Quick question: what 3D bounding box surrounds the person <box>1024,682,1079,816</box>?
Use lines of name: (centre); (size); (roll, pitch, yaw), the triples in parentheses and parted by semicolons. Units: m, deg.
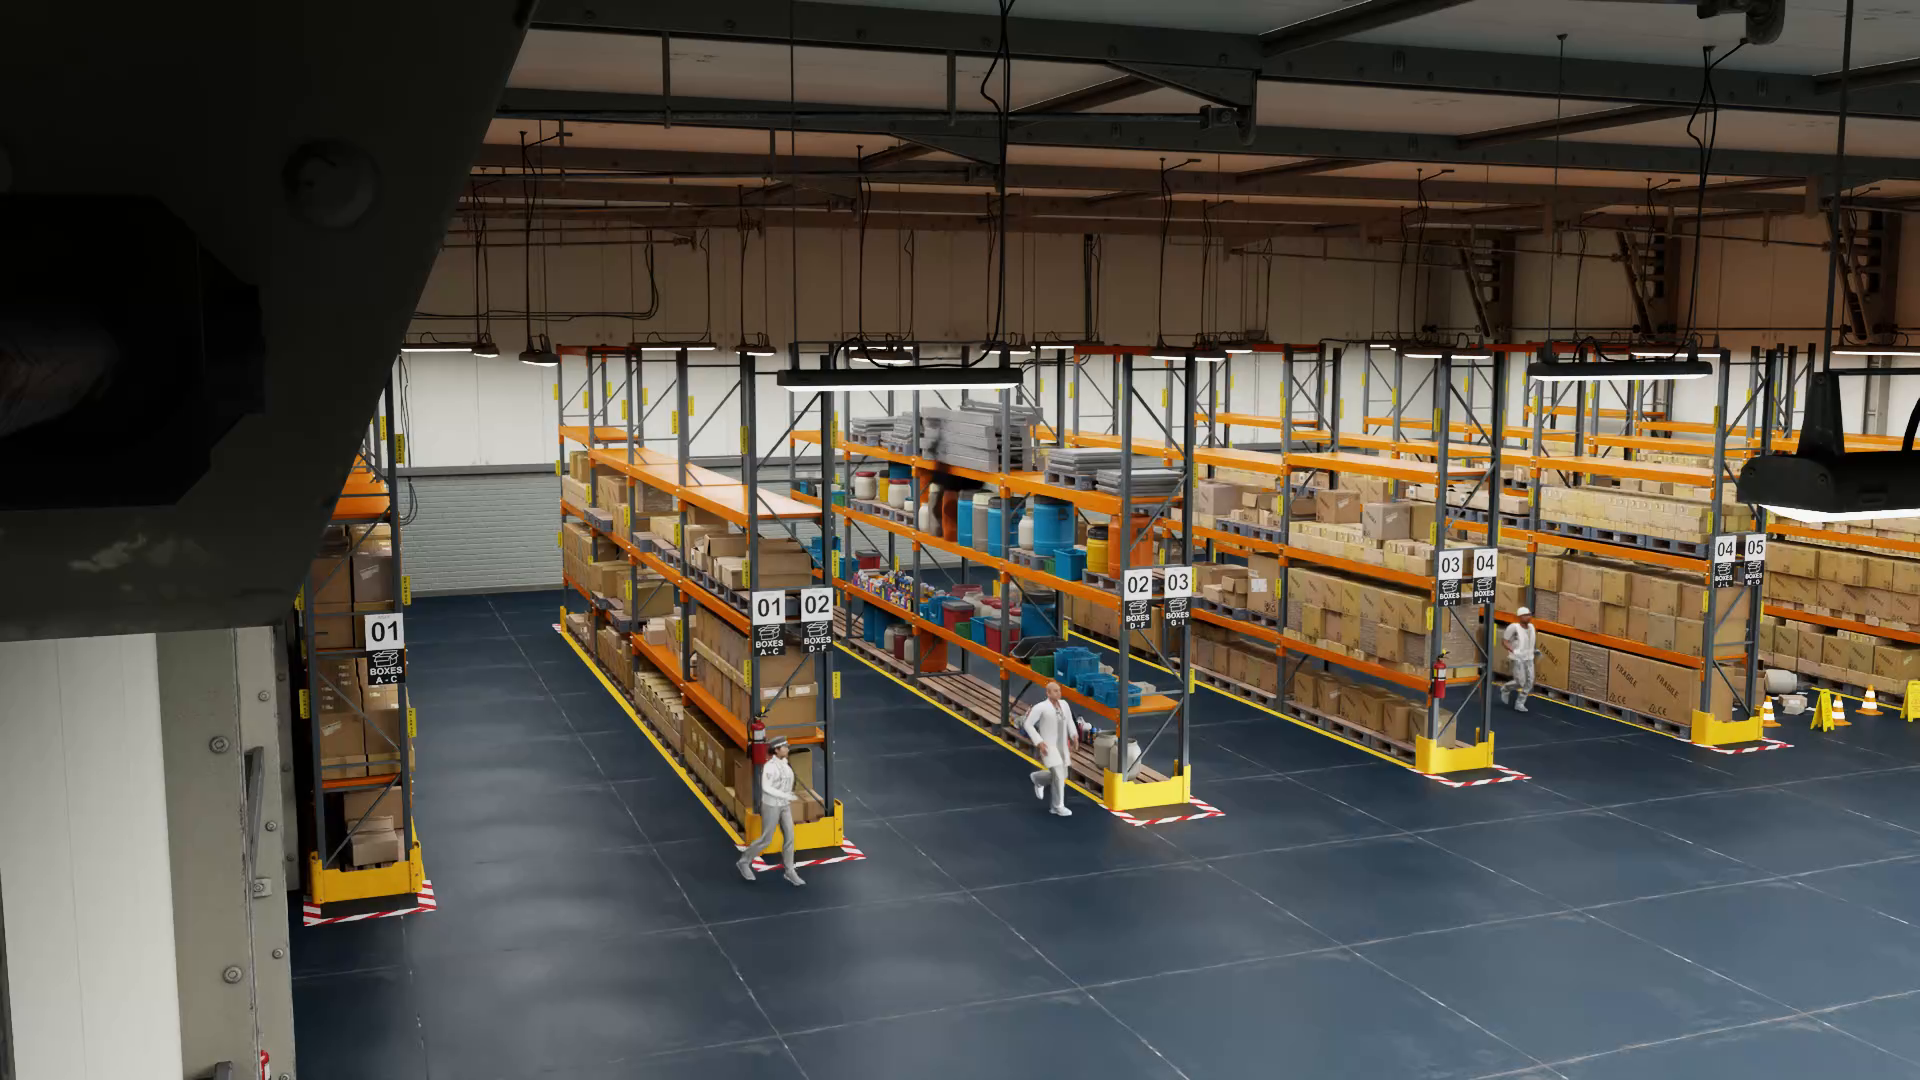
person: (1.197, 2.714, 21.754); (0.749, 1.723, 0.768); (-6, 9, -38)

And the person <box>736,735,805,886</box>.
person: (-2.121, 3.078, 19.129); (0.813, 1.718, 0.660); (3, 8, 20)

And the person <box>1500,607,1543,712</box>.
person: (9.299, 1.968, 27.609); (0.669, 1.737, 0.597); (-3, 8, -24)

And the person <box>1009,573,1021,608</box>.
person: (1.037, 1.350, 33.056); (0.514, 1.627, 0.653); (-3, 8, -24)
